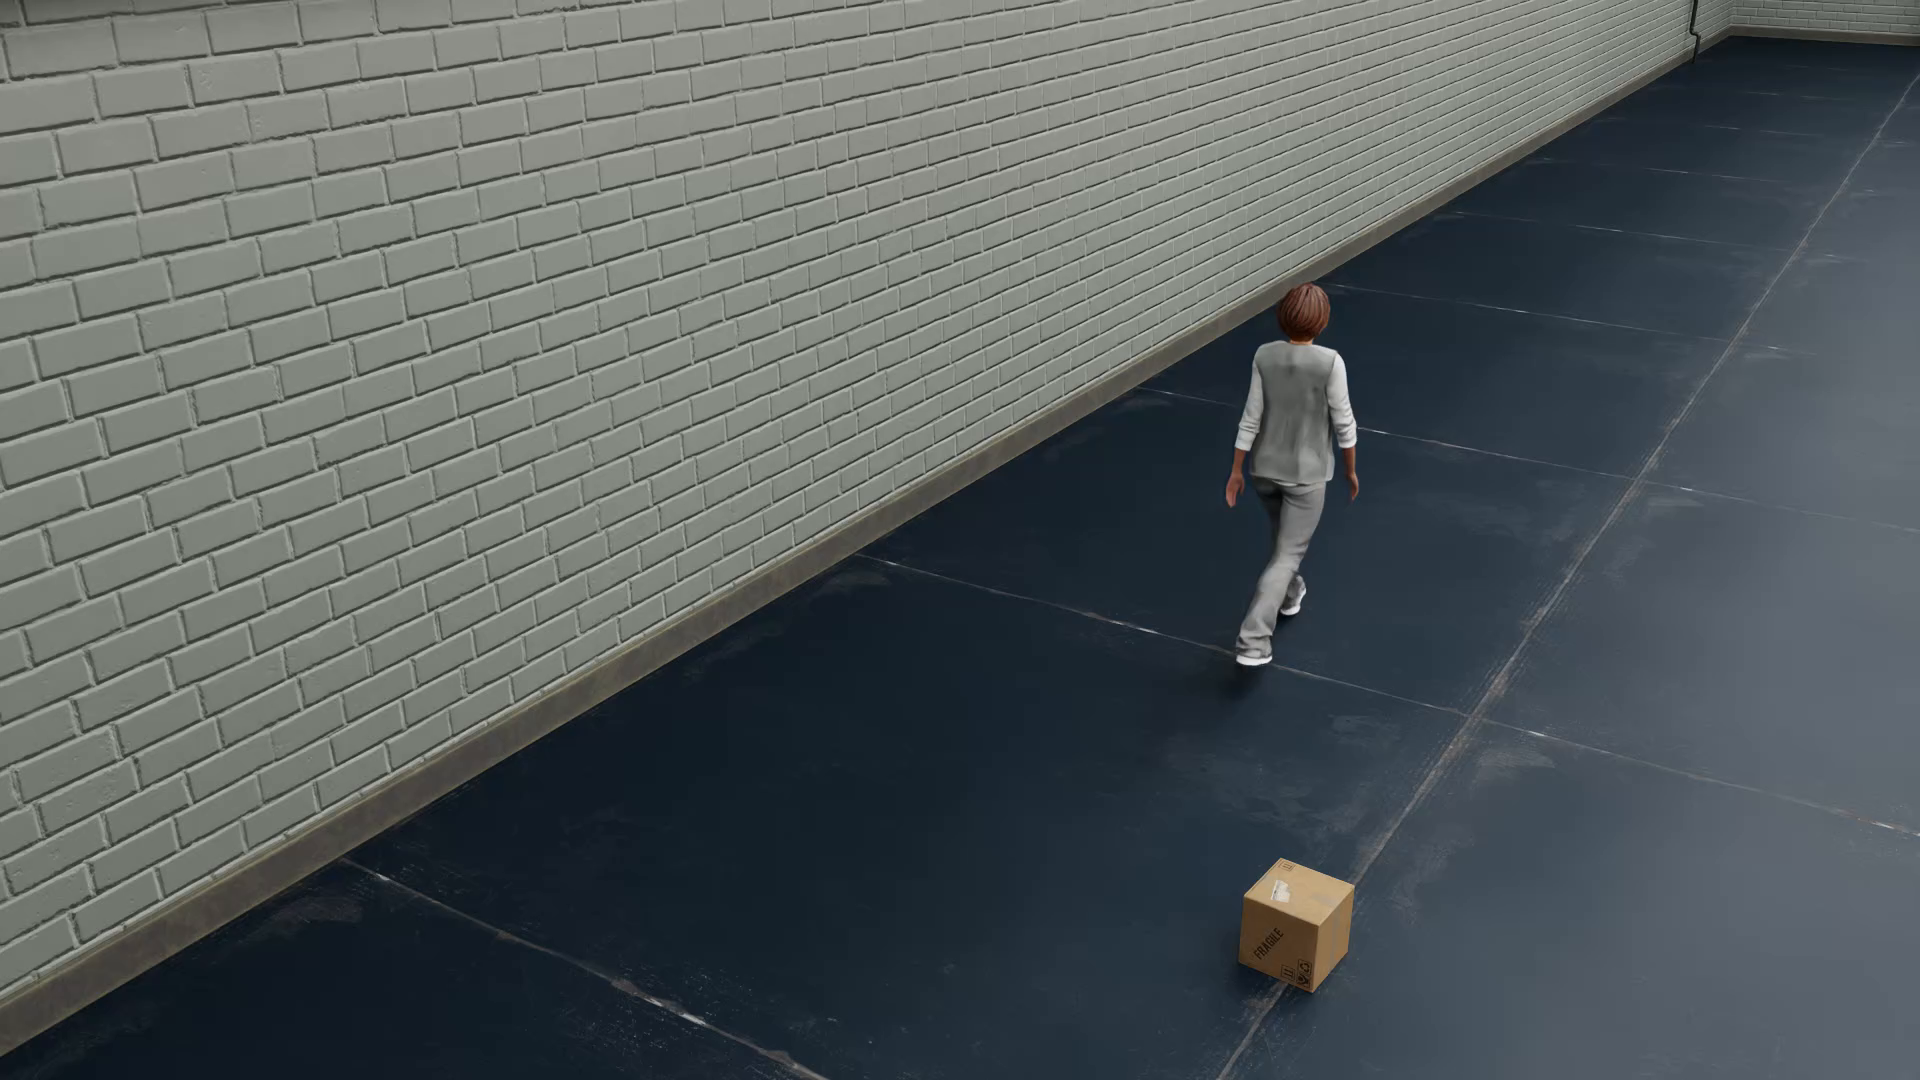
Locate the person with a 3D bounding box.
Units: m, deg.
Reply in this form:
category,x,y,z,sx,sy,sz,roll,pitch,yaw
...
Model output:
category,x,y,z,sx,sy,sz,roll,pitch,yaw
person,1.364,-0.284,6.767,0.458,1.539,0.974,15,28,30
